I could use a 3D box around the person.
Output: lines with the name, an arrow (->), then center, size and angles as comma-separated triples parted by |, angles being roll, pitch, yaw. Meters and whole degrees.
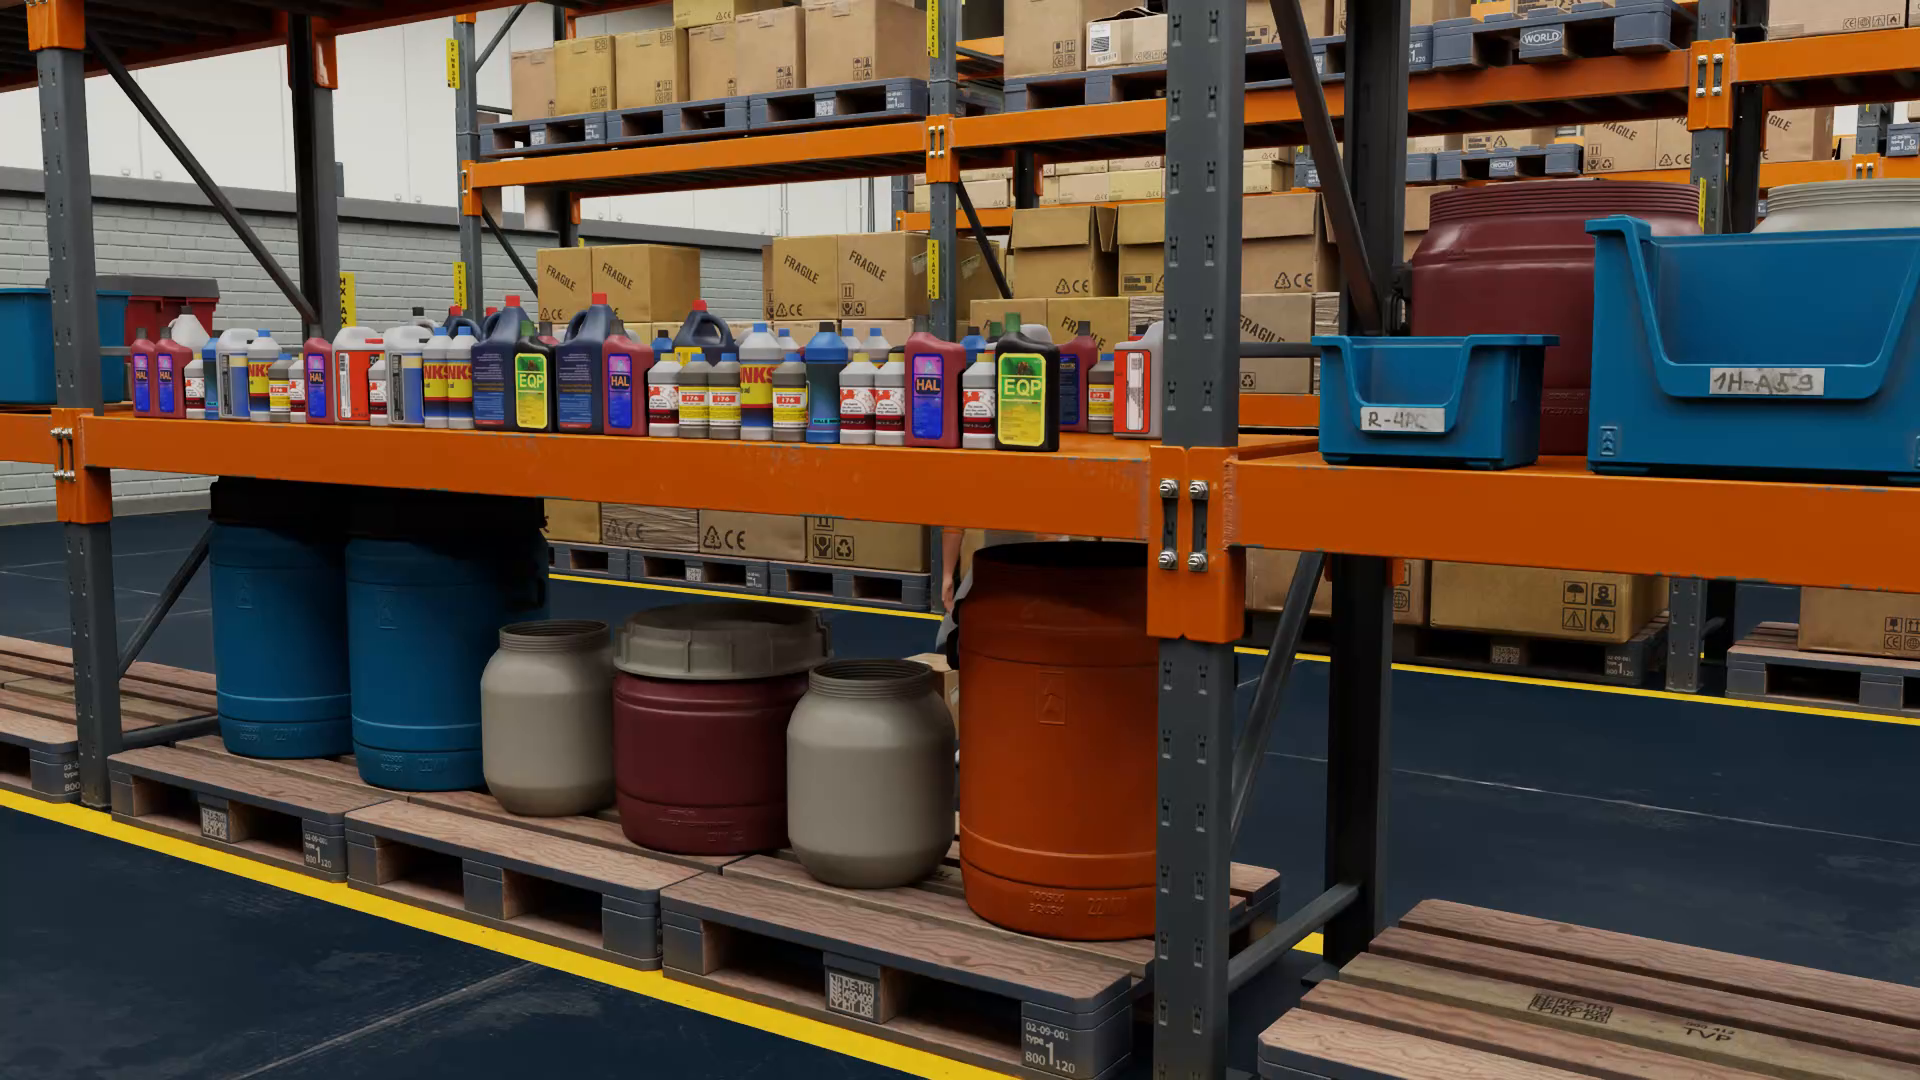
person -> 0.184, 0.115, 6.011 | 0.489, 1.444, 0.595 | 4, 8, 34
